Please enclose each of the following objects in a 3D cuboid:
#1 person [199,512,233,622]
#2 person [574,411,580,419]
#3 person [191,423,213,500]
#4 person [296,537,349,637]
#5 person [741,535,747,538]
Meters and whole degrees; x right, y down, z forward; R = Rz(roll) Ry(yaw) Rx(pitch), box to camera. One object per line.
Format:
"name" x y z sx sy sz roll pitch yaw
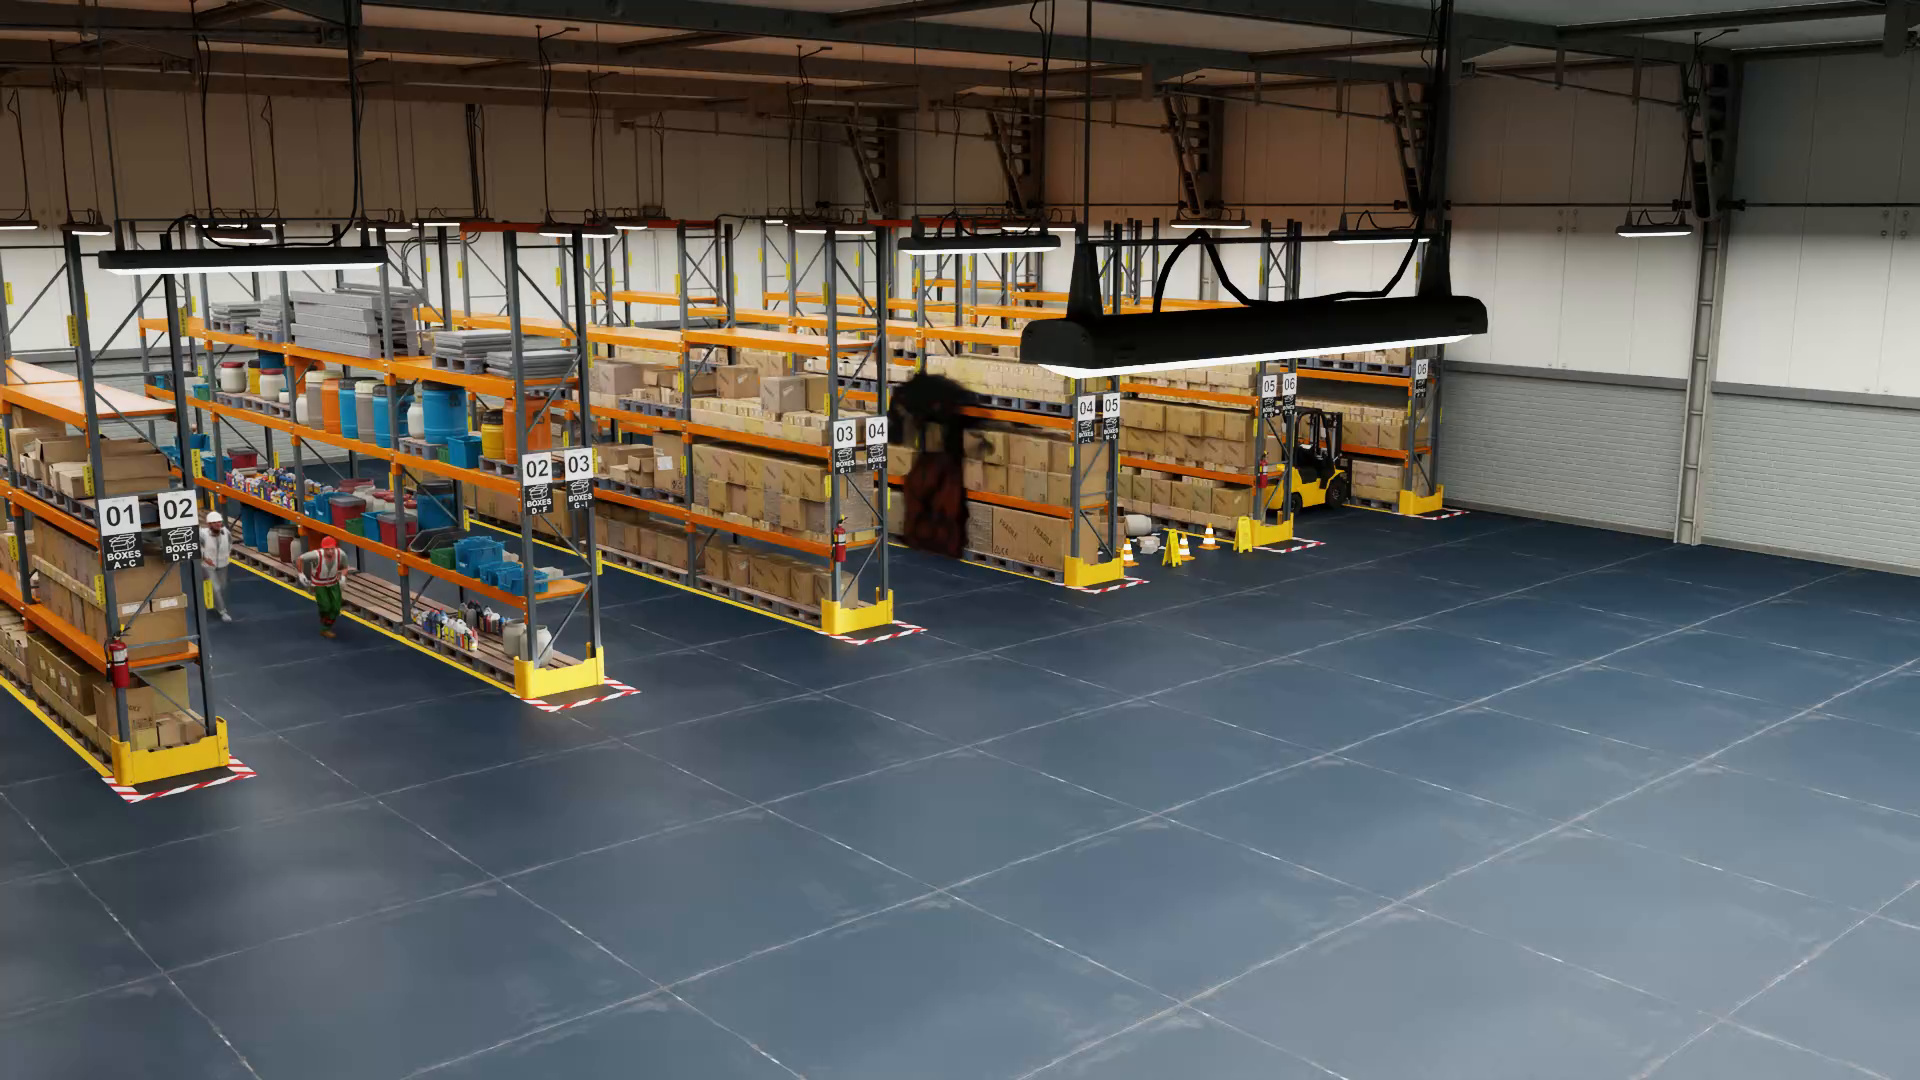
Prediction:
"person" -11.557 0.380 25.721 0.636 1.723 0.848 -10 15 -39
"person" -9.260 -2.553 40.576 0.611 1.580 0.601 -9 14 -37
"person" -16.372 -1.646 35.606 0.780 1.701 0.666 -7 13 -31
"person" -9.327 0.700 24.417 0.694 1.591 0.825 -8 14 -35
"person" -4.204 -0.936 31.057 0.721 1.793 0.592 9 15 38
